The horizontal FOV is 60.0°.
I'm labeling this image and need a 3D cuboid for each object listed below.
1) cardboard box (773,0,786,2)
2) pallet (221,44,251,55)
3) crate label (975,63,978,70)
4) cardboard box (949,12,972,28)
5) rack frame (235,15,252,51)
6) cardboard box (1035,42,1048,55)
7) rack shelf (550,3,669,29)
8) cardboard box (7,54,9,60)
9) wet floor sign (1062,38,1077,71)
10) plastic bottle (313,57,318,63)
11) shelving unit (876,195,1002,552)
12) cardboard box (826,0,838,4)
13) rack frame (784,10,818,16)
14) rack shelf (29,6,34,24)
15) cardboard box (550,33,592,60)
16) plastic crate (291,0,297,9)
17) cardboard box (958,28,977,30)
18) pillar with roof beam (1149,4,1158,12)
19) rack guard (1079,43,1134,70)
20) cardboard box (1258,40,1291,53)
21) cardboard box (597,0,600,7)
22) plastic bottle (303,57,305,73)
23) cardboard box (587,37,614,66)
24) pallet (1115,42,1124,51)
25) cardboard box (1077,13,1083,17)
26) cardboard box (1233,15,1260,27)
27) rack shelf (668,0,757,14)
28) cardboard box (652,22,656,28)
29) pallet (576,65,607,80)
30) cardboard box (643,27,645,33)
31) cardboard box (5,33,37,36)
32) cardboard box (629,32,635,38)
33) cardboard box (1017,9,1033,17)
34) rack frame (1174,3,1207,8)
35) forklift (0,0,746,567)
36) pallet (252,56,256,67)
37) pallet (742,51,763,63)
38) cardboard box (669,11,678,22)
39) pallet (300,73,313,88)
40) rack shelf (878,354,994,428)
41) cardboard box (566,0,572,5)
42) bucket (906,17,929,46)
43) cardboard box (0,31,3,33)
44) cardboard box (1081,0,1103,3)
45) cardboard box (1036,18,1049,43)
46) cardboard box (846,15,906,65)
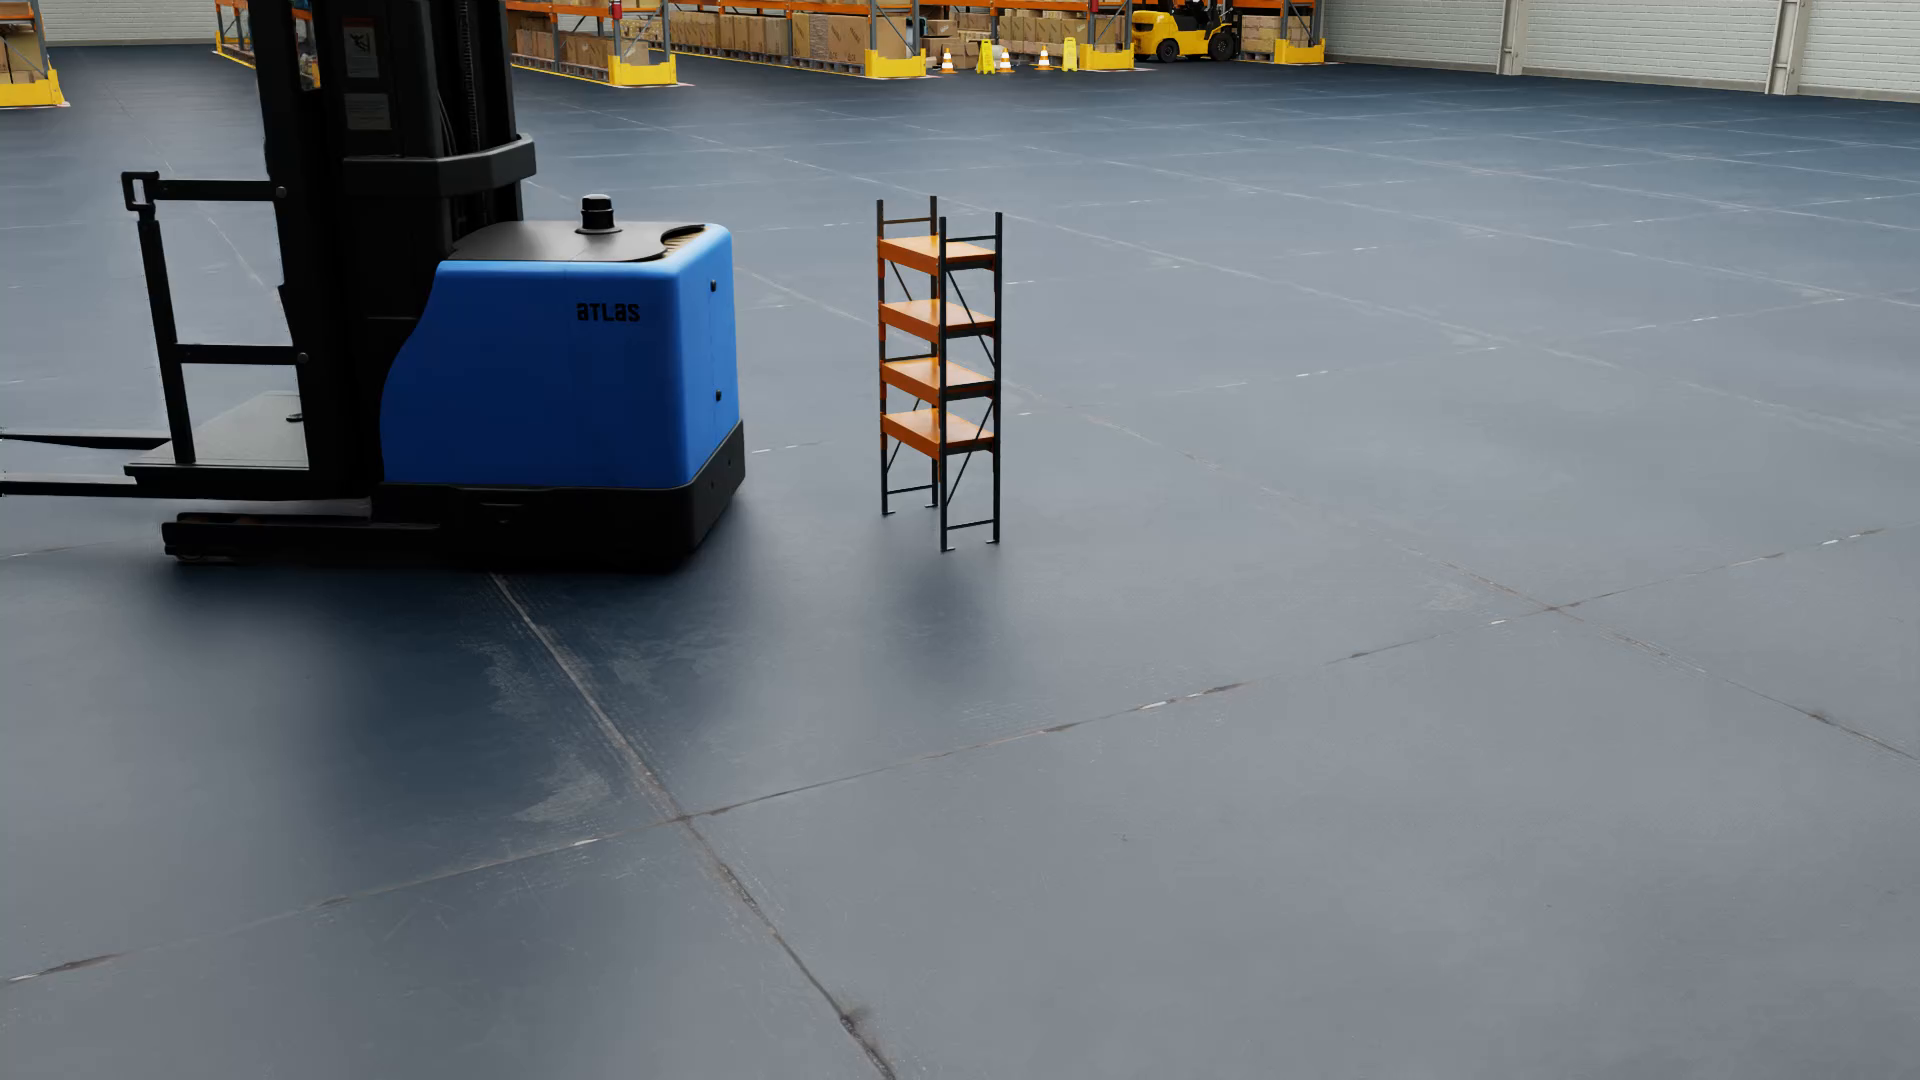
[{"bbox_3d":[-3.628,-11.643,35.122,0.500,0.500,0.500,-10,21,-27],"label":"cardboard box"},{"bbox_3d":[-17.258,-11.865,40.193,1.003,0.211,1.213,-10,21,-27],"label":"pallet"},{"bbox_3d":[0.480,-9.652,33.893,0.298,0.136,0.250,11,22,30],"label":"crate label"},{"bbox_3d":[0.039,-15.326,49.132,0.797,0.503,0.637,-11,22,-29],"label":"cardboard box"},{"bbox_3d":[-15.716,-12.278,37.114,1.000,3.000,0.127,-10,21,-27],"label":"rack frame"},{"bbox_3d":[1.950,-10.524,35.602,0.500,0.250,0.500,-11,22,-29],"label":"cardboard box"},{"bbox_3d":[-6.608,-9.834,31.135,1.077,0.370,4.000,-10,21,-27],"label":"rack shelf"},{"bbox_3d":[-16.723,-8.451,28.735,0.500,0.311,0.500,-10,21,-27],"label":"cardboard box"},{"bbox_3d":[2.211,-9.802,33.548,0.267,0.644,0.232,-3,19,-8],"label":"wet floor sign"},{"bbox_3d":[-11.278,-8.309,29.104,0.061,0.283,0.133,-10,21,-27],"label":"plastic bottle"},{"bbox_3d":[-0.079,-0.615,6.073,0.258,1.200,0.503,-10,21,-27],"label":"shelving unit"},{"bbox_3d":[-2.185,-10.990,33.153,0.875,0.550,0.500,-10,21,-27],"label":"cardboard box"},{"bbox_3d":[-4.535,-15.728,47.114,1.000,3.000,0.127,-10,21,-27],"label":"rack frame"},{"bbox_3d":[-17.228,-9.449,30.020,1.077,0.370,4.000,-10,21,-27],"label":"rack shelf"},{"bbox_3d":[-7.831,-9.954,33.538,0.700,0.500,0.500,-12,22,-31],"label":"cardboard box"},{"bbox_3d":[-11.521,-9.448,29.237,0.450,0.188,0.662,-10,21,-27],"label":"plastic crate"},{"bbox_3d":[-0.119,-12.014,39.734,0.950,0.372,0.625,-10,22,-28],"label":"cardboard box"},{"bbox_3d":[1.254,-16.136,39.098,9.100,9.000,0.400,-10,21,-27],"label":"pillar with roof beam"},{"bbox_3d":[3.027,-9.975,34.274,1.175,0.500,0.348,-10,21,-27],"label":"rack guard"},{"bbox_3d":[6.928,-10.890,36.663,0.500,0.250,0.500,-10,21,-26],"label":"cardboard box"},{"bbox_3d":[-6.363,-9.741,30.148,0.380,0.149,0.250,-10,21,-27],"label":"cardboard box"},{"bbox_3d":[-11.437,-8.329,29.172,0.152,0.276,0.135,-11,22,-28],"label":"plastic bottle"},{"bbox_3d":[-6.761,-9.315,31.716,0.500,0.500,0.500,-12,22,-31],"label":"cardboard box"},{"bbox_3d":[4.562,-12.291,41.428,1.003,0.211,1.213,-10,21,-27],"label":"pallet"},{"bbox_3d":[3.173,-13.628,43.220,0.380,0.149,0.250,-11,22,-29],"label":"cardboard box"},{"bbox_3d":[6.440,-11.649,37.331,0.500,0.250,0.500,-10,21,-26],"label":"cardboard box"},{"bbox_3d":[-5.994,-12.870,39.933,1.077,0.370,4.000,-10,21,-27],"label":"rack shelf"},{"bbox_3d":[-7.623,-13.116,42.357,0.380,0.149,0.250,-10,22,-27],"label":"cardboard box"},{"bbox_3d":[-6.625,-8.892,31.578,1.003,0.211,1.213,-10,21,-27],"label":"pallet"},{"bbox_3d":[-8.025,-13.287,43.311,0.380,0.149,0.250,-9,21,-24],"label":"cardboard box"},{"bbox_3d":[-15.397,-8.081,27.373,0.500,0.500,0.500,-10,21,-27],"label":"cardboard box"},{"bbox_3d":[-8.531,-13.360,43.978,0.380,0.149,0.250,-10,21,-26],"label":"cardboard box"},{"bbox_3d":[1.458,-11.440,36.113,0.380,0.149,0.250,-9,21,-25],"label":"cardboard box"},{"bbox_3d":[5.530,-13.053,39.362,1.000,3.000,0.127,-10,21,-27],"label":"rack frame"},{"bbox_3d":[-2.400,-1.469,5.895,3.031,2.935,1.130,1,19,4],"label":"forklift"},{"bbox_3d":[-14.227,-10.031,34.878,1.003,0.211,1.213,-10,21,-27],"label":"pallet"},{"bbox_3d":[-4.161,-10.730,36.904,1.003,0.211,1.213,-10,21,-27],"label":"pallet"},{"bbox_3d":[-6.825,-12.903,40.963,0.500,0.250,0.500,-11,22,-29],"label":"cardboard box"},{"bbox_3d":[-11.051,-8.113,29.320,1.003,0.211,1.213,-10,21,-27],"label":"pallet"},{"bbox_3d":[-0.079,-0.551,6.095,0.258,0.148,0.480,-10,21,-27],"label":"rack shelf"},{"bbox_3d":[-7.261,-10.232,31.570,0.380,0.149,0.250,-10,21,-27],"label":"cardboard box"},{"bbox_3d":[-1.051,-10.977,36.032,0.726,0.611,0.620,-3,9,-8],"label":"bucket"},{"bbox_3d":[-16.333,-8.287,27.970,0.500,0.500,0.500,-10,21,-27],"label":"cardboard box"},{"bbox_3d":[2.697,-11.091,34.059,0.380,0.149,0.250,-9,21,-25],"label":"cardboard box"},{"bbox_3d":[1.969,-10.873,35.466,0.500,0.500,0.500,-11,22,-28],"label":"cardboard box"},{"bbox_3d":[-1.626,-9.718,32.309,0.875,0.875,0.875,-10,21,-26],"label":"cardboard box"}]
